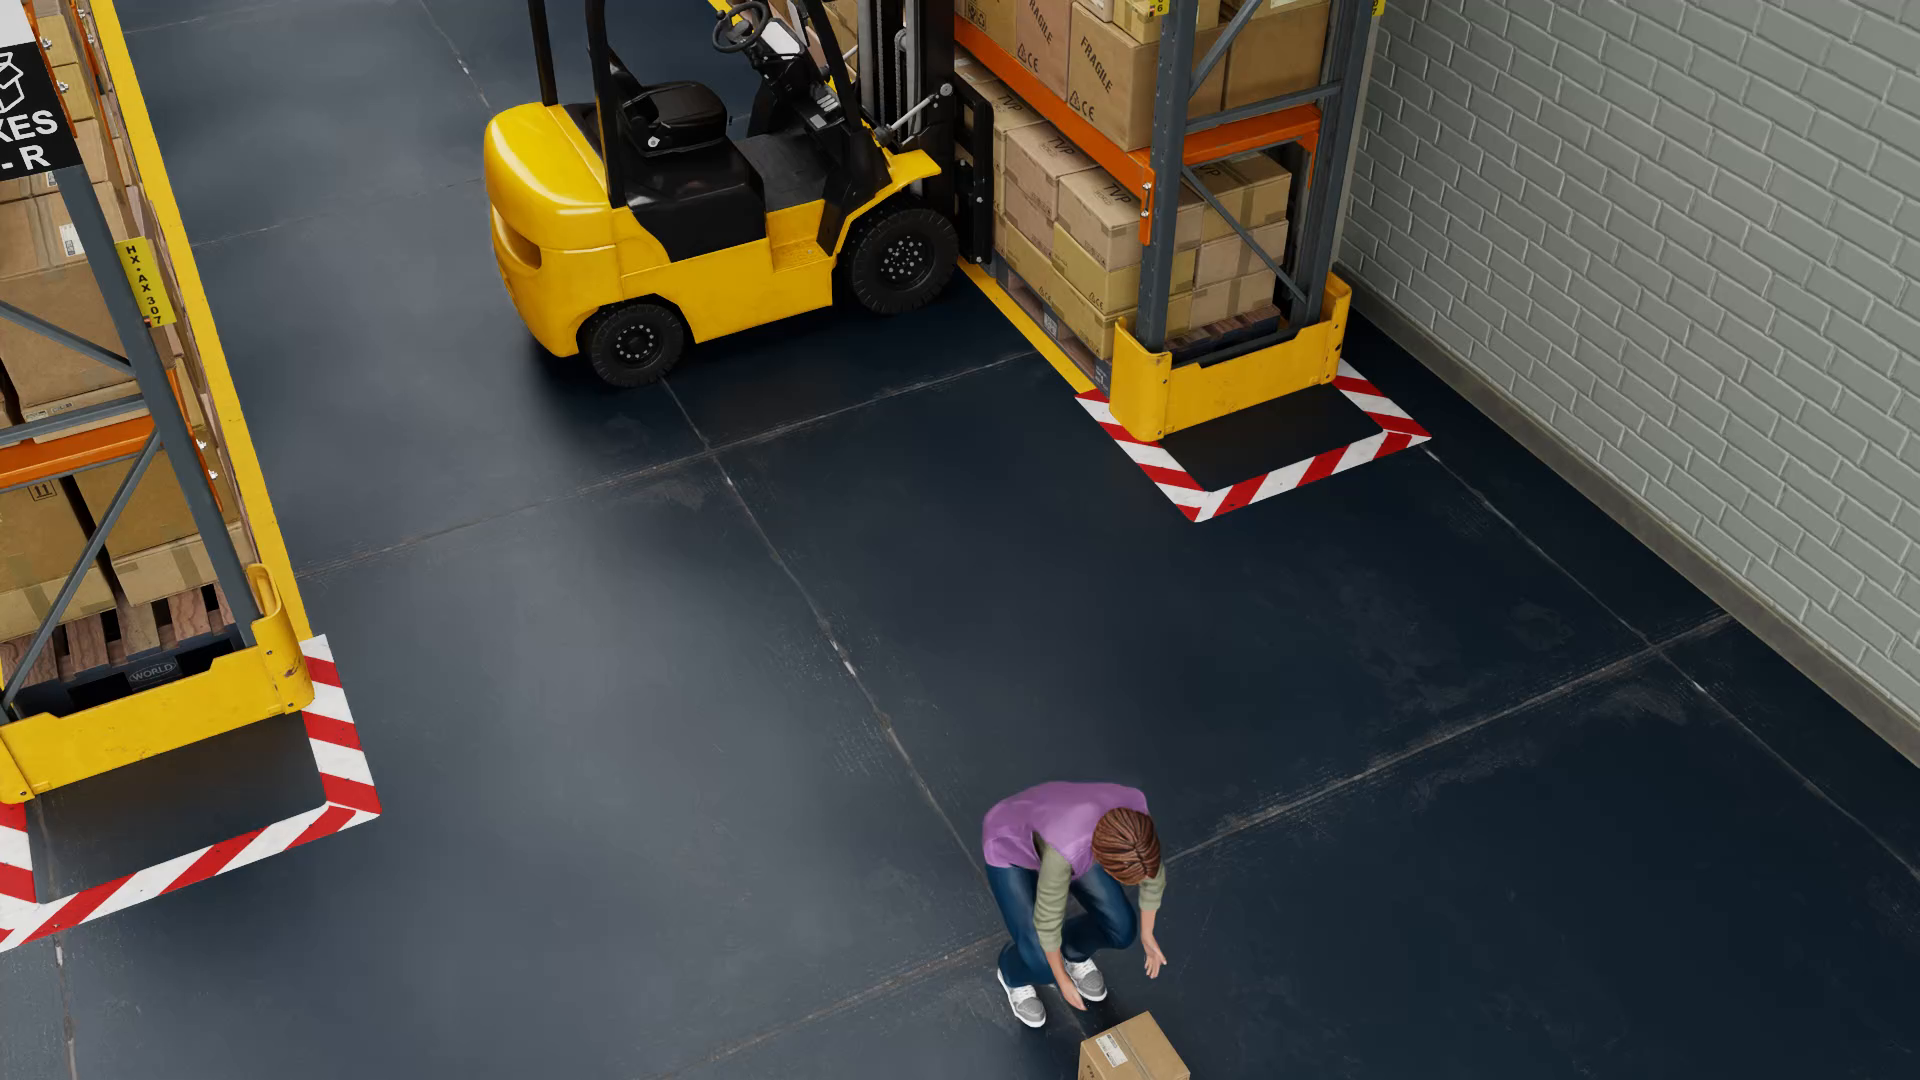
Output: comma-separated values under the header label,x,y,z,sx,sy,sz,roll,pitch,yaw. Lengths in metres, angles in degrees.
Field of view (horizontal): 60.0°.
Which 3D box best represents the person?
label,x,y,z,sx,sy,sz,roll,pitch,yaw
person,0.357,1.107,5.253,0.446,1.171,0.714,-19,45,-20
